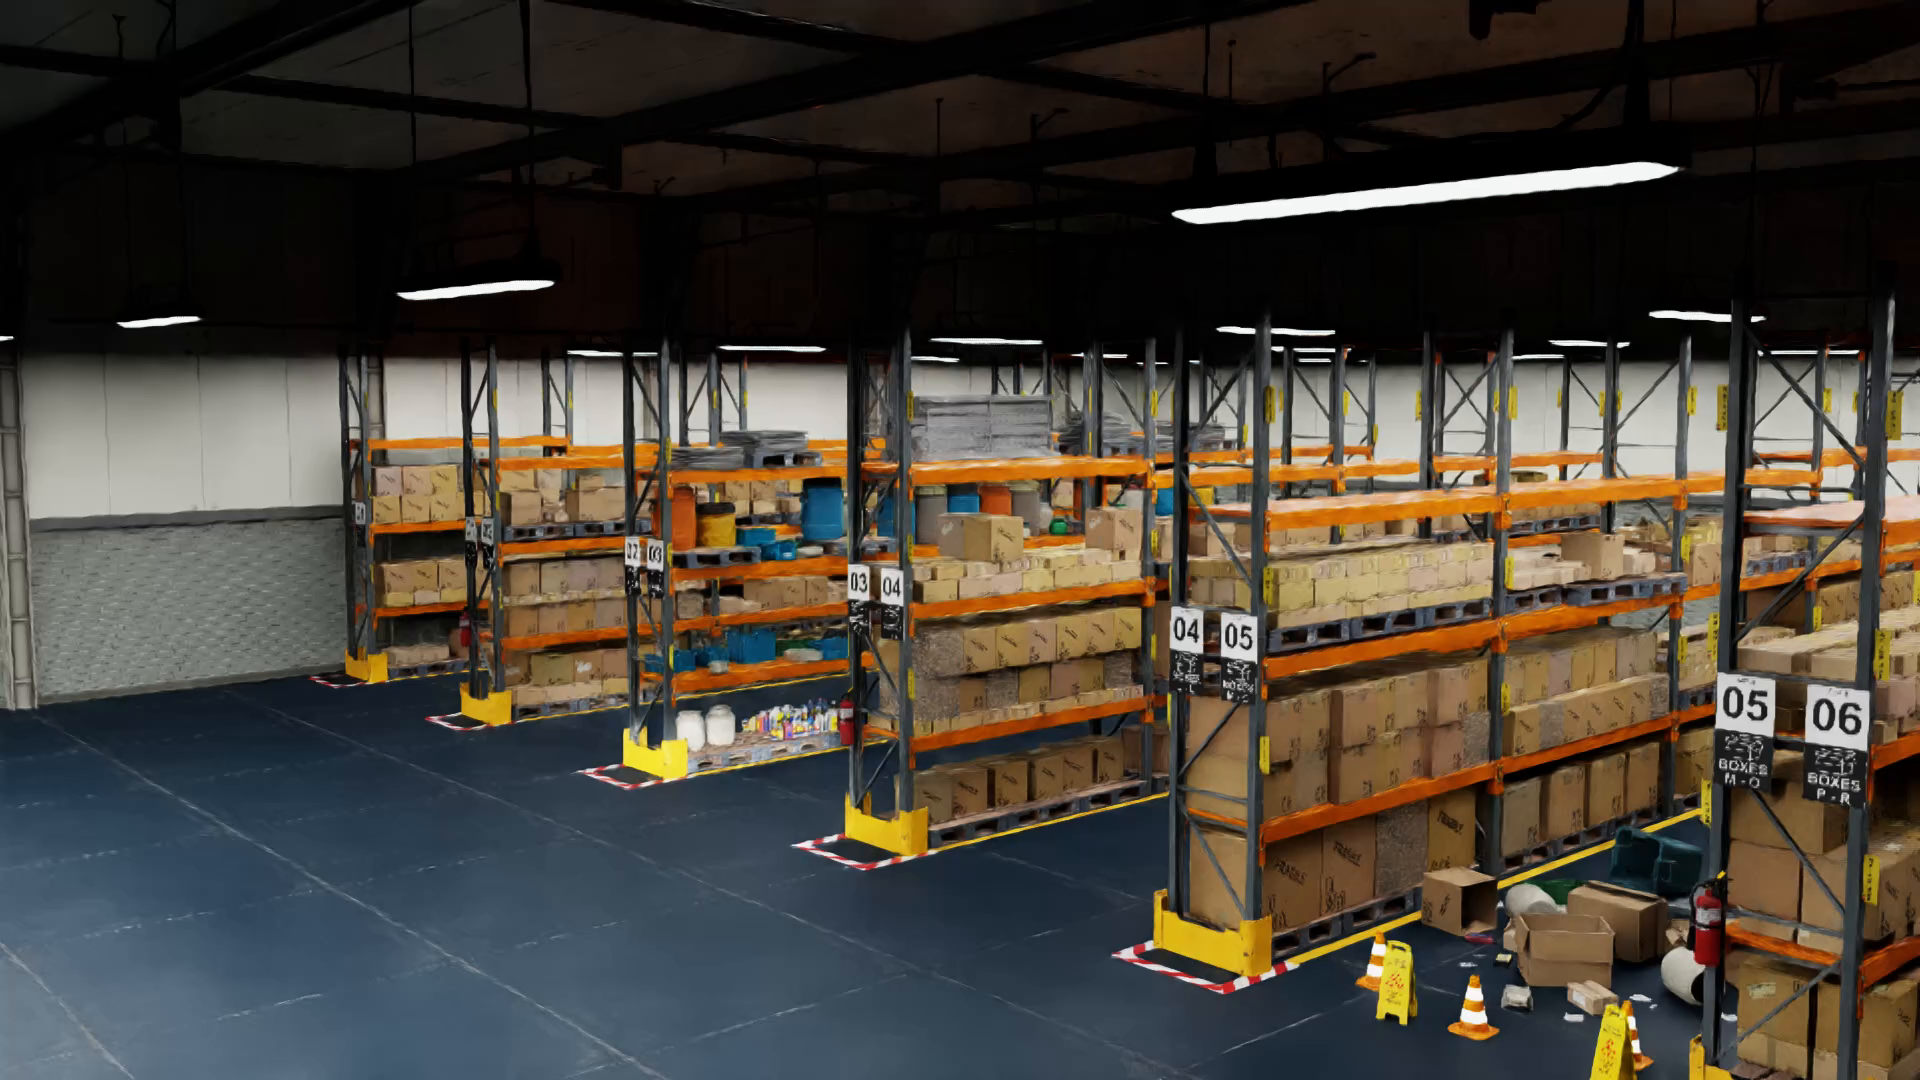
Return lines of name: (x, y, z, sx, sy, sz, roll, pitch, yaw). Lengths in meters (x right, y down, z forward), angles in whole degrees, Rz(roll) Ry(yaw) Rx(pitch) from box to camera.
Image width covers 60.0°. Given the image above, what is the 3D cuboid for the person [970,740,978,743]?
person: (0.134, 2.167, 24.631, 0.623, 1.577, 0.813, 3, 6, 28)
